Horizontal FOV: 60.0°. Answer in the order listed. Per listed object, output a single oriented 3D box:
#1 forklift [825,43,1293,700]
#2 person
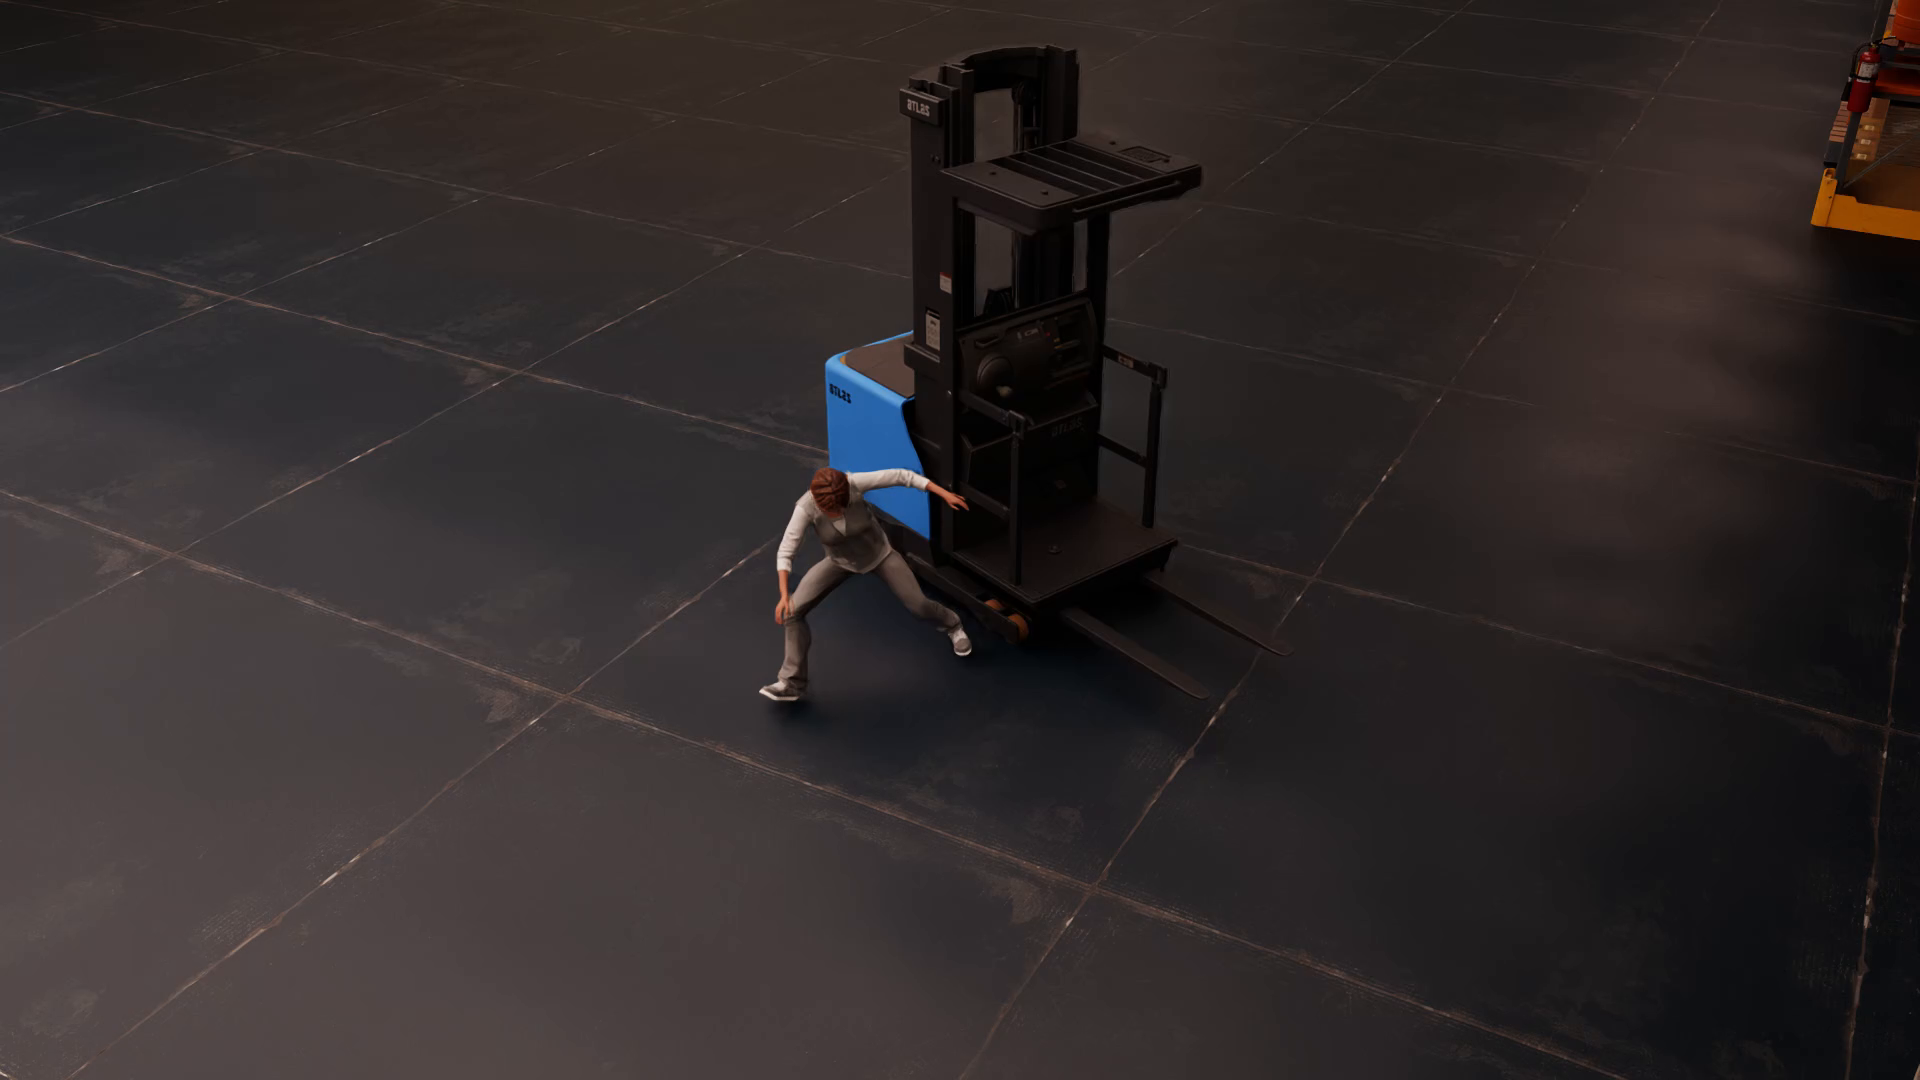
[{"bbox_3d":[0.510,-0.983,8.775,1.130,2.935,3.031,-22,37,-33],"label":"forklift"},{"bbox_3d":[-0.478,0.157,8.436,1.101,1.306,0.689,-1,30,-2],"label":"person"}]
